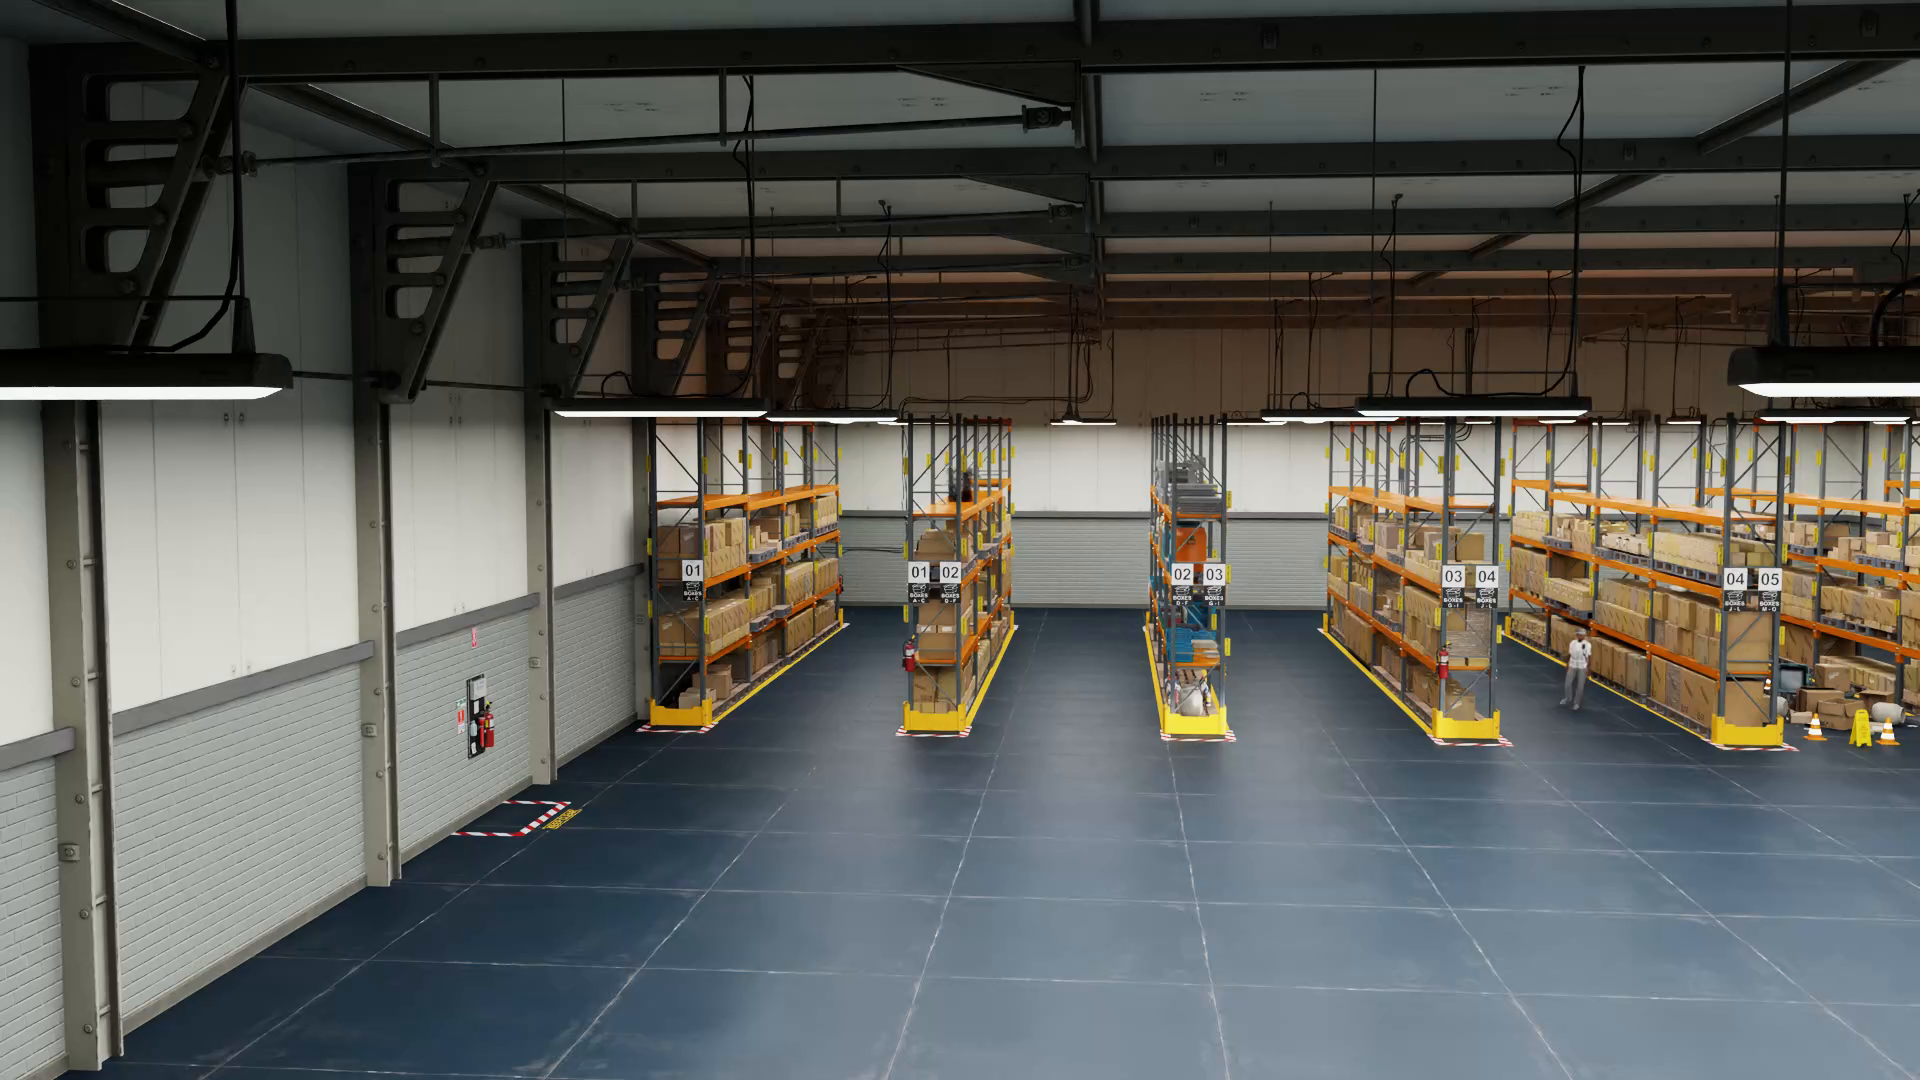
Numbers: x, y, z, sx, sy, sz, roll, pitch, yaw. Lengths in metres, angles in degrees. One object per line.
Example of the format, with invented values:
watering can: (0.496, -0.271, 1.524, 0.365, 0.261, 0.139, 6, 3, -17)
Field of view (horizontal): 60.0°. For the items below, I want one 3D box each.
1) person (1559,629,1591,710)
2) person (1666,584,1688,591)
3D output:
person: (12.531, 2.621, 33.853, 0.613, 1.695, 0.464, 2, 4, 30)
person: (20.340, 1.713, 46.945, 0.836, 1.668, 0.652, -1, 4, -11)
